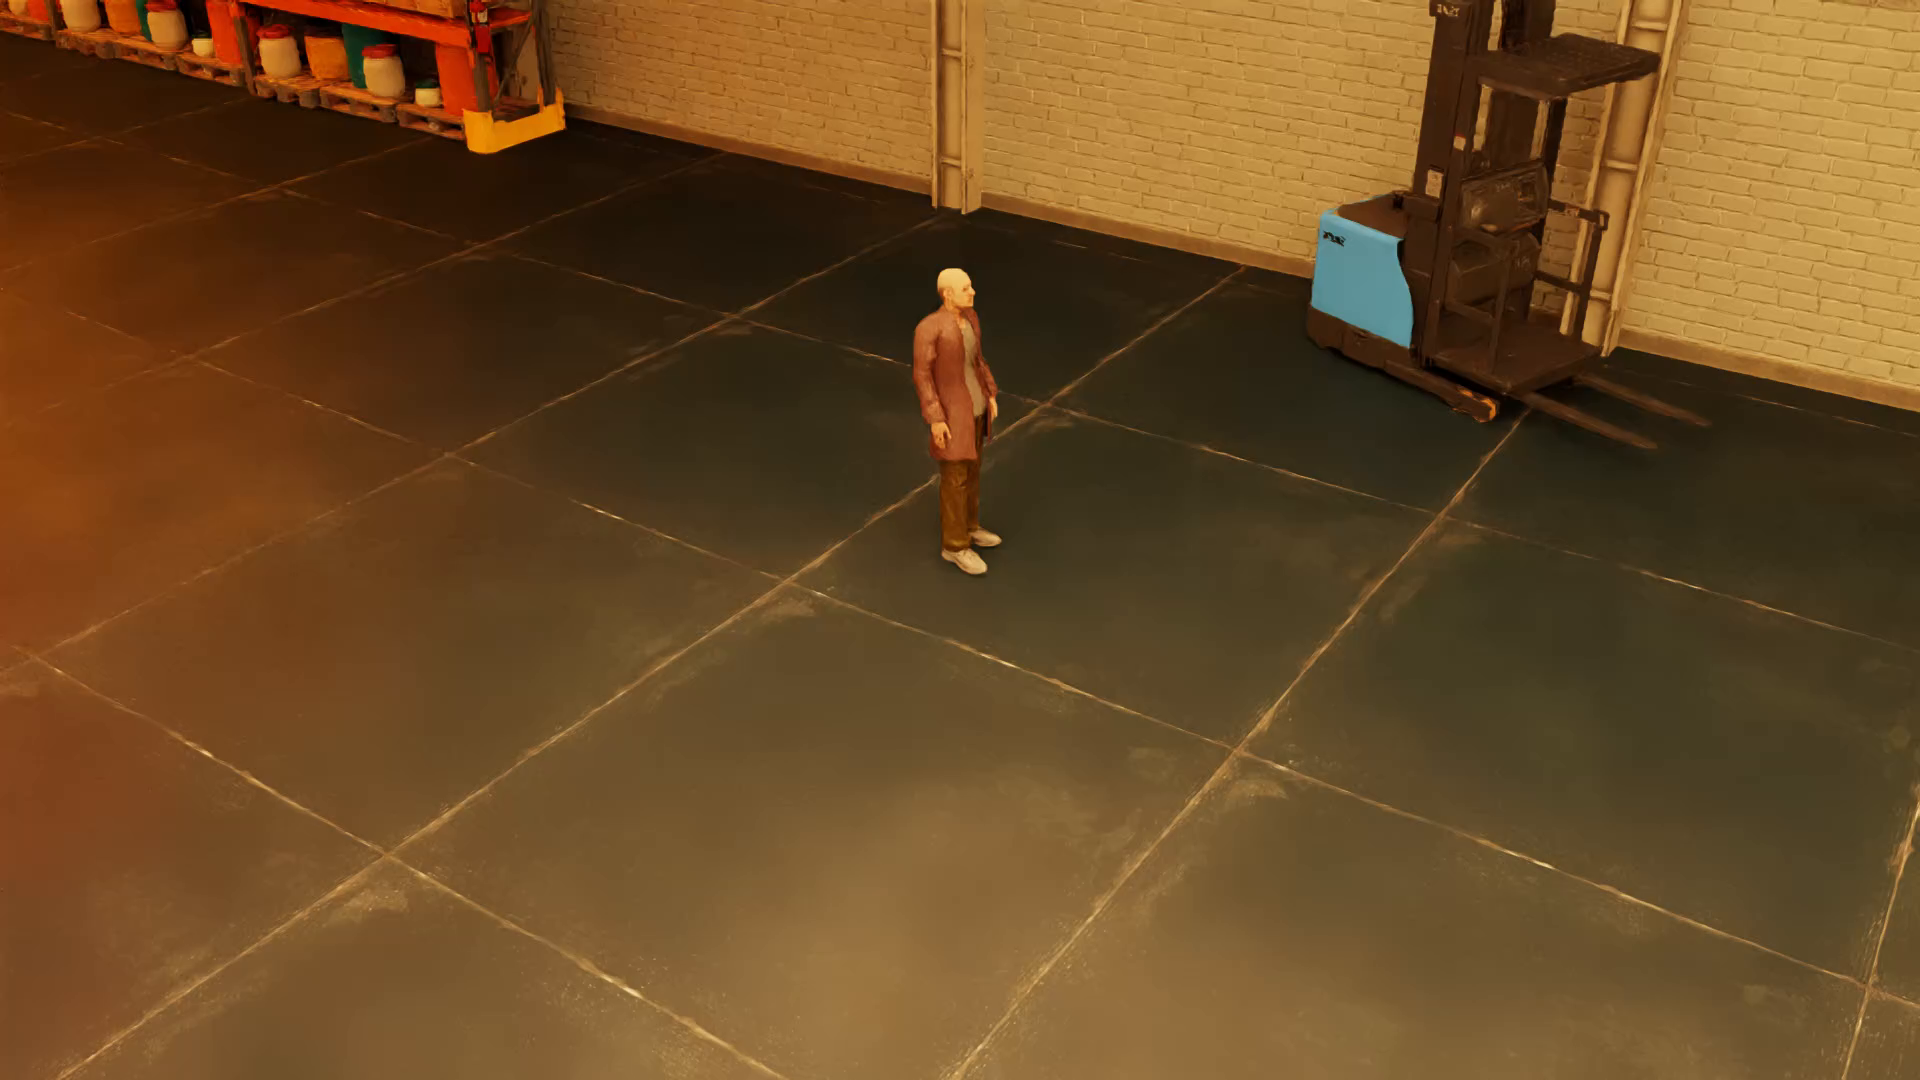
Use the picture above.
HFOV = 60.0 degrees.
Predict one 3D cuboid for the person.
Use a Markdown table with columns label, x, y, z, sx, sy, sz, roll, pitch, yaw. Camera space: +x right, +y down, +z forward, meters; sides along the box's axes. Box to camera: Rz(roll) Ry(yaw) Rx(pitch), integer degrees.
| label | x | y | z | sx | sy | sz | roll | pitch | yaw |
| --- | --- | --- | --- | --- | --- | --- | --- | --- | --- |
| person | 0.073 | -0.747 | 10.003 | 0.580 | 1.776 | 0.694 | 19 | 35 | 29 |

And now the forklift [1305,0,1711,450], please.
| label | x | y | z | sx | sy | sz | roll | pitch | yaw |
| --- | --- | --- | --- | --- | --- | --- | --- | --- | --- |
| forklift | 4.006 | -2.392 | 11.701 | 1.130 | 2.935 | 3.031 | -20 | 36 | -31 |
